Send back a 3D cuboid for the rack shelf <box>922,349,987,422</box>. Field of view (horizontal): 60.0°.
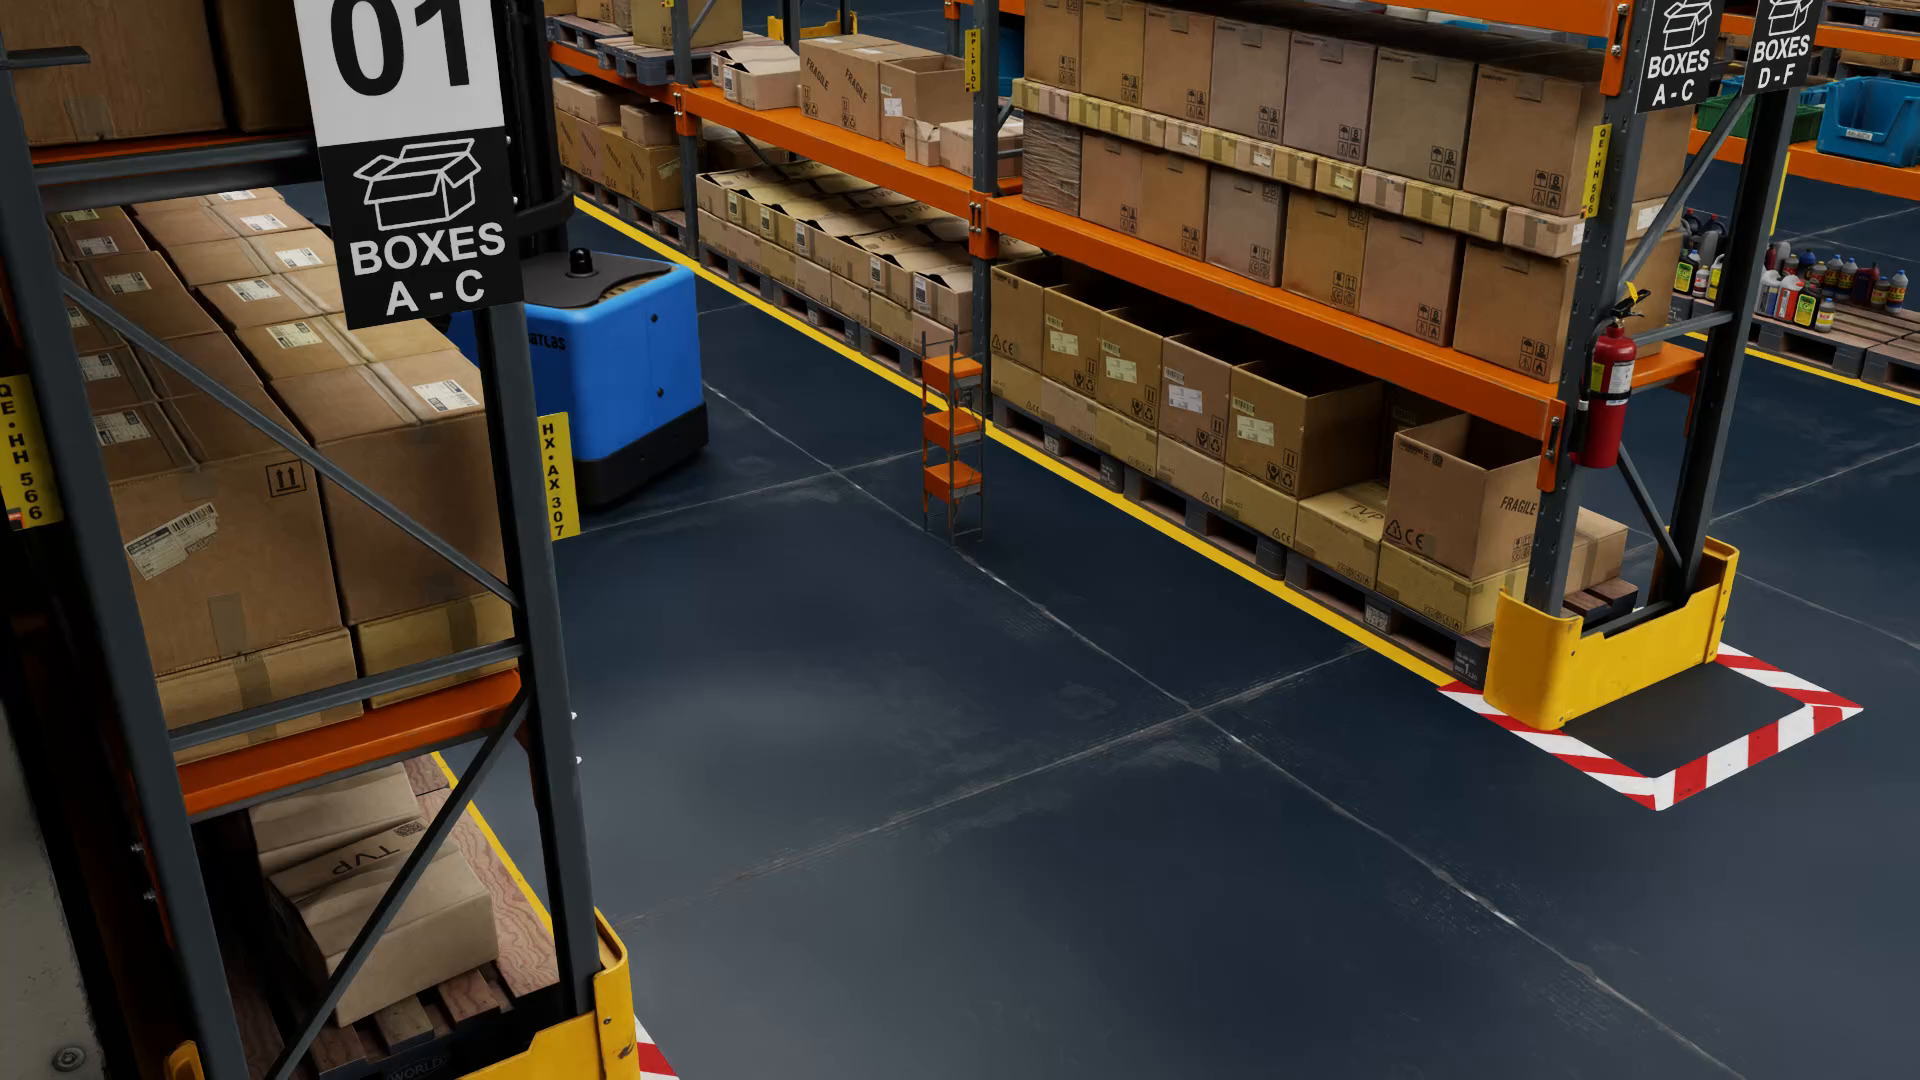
[{"bbox_3d":[-0.029,-0.741,7.960,0.215,0.259,0.240,-16,29,-30],"label":"rack shelf"}]

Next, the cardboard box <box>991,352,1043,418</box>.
[{"bbox_3d":[0.520,-0.929,9.444,0.500,0.250,0.500,-16,29,-30],"label":"cardboard box"}]

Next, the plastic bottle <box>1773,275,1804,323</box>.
[{"bbox_3d":[5.373,-1.560,10.727,0.152,0.276,0.135,-15,29,-29],"label":"plastic bottle"}]

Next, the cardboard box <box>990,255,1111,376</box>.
[{"bbox_3d":[0.512,-1.266,9.279,0.500,0.500,0.500,-16,29,-30],"label":"cardboard box"}]

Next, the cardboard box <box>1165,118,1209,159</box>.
[{"bbox_3d":[1.213,-1.957,8.015,0.380,0.149,0.250,-17,30,-31],"label":"cardboard box"}]

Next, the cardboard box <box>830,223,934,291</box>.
[{"bbox_3d":[-0.500,-1.861,10.761,0.500,0.311,0.500,-16,29,-30],"label":"cardboard box"}]

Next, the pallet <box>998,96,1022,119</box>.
[{"bbox_3d":[0.693,-4.687,17.942,1.003,0.211,1.213,-16,29,-30],"label":"pallet"}]

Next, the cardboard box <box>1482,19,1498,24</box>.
[{"bbox_3d":[6.281,-5.438,18.263,1.225,0.875,0.875,-17,30,-32],"label":"cardboard box"}]

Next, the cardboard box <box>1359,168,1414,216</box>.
[{"bbox_3d":[1.917,-1.495,7.036,0.380,0.149,0.250,-15,29,-29],"label":"cardboard box"}]

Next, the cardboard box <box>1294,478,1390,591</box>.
[{"bbox_3d":[1.882,-0.034,7.548,0.500,0.250,0.500,-16,29,-30],"label":"cardboard box"}]

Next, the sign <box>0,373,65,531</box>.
[{"bbox_3d":[-1.919,-0.177,3.396,0.100,0.325,0.005,-16,29,-30],"label":"sign"}]

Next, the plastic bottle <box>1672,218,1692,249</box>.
[{"bbox_3d":[5.146,-2.177,11.945,0.144,0.351,0.185,-16,29,-30],"label":"plastic bottle"}]

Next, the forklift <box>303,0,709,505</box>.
[{"bbox_3d":[-2.948,-1.911,8.876,3.031,2.935,1.130,12,28,24],"label":"forklift"}]

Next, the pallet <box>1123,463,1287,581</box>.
[{"bbox_3d":[1.590,-0.228,8.495,1.003,0.211,1.213,-16,29,-30],"label":"pallet"}]

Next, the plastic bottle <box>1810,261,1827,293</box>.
[{"bbox_3d":[5.833,-1.790,11.301,0.097,0.201,0.097,0,25,0],"label":"plastic bottle"}]

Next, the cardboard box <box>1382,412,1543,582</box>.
[{"bbox_3d":[2.163,-0.197,7.014,0.500,0.500,0.500,-16,29,-30],"label":"cardboard box"}]

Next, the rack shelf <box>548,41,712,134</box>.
[{"bbox_3d":[-2.754,-4.040,14.148,1.077,0.370,4.000,-16,29,-30],"label":"rack shelf"}]

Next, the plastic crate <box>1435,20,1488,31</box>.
[{"bbox_3d":[3.811,-3.687,12.576,0.392,0.384,0.575,-16,29,-30],"label":"plastic crate"}]

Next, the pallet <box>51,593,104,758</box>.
[{"bbox_3d":[-3.231,0.429,7.104,1.003,0.211,1.213,-16,29,-30],"label":"pallet"}]

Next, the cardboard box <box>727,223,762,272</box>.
[{"bbox_3d":[-1.347,-2.161,12.054,0.500,0.250,0.500,-16,30,-31],"label":"cardboard box"}]

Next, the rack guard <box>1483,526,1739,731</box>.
[{"bbox_3d":[2.718,0.350,6.933,1.175,0.500,0.348,-16,29,-30],"label":"rack guard"}]

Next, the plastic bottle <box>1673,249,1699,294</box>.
[{"bbox_3d":[4.925,-1.821,11.271,0.061,0.283,0.133,-14,29,-27],"label":"plastic bottle"}]

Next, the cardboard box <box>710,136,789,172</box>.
[{"bbox_3d":[-1.671,-2.948,13.404,0.500,0.500,0.500,-14,29,-27],"label":"cardboard box"}]

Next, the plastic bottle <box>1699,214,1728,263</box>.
[{"bbox_3d":[5.371,-2.142,11.871,0.144,0.351,0.185,-17,30,-32],"label":"plastic bottle"}]

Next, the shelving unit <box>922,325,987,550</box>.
[{"bbox_3d":[-0.029,-0.494,8.077,0.215,1.050,0.252,-16,29,-30],"label":"shelving unit"}]

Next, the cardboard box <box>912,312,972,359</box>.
[{"bbox_3d":[0.052,-1.247,10.116,0.500,0.250,0.500,-16,30,-30],"label":"cardboard box"}]

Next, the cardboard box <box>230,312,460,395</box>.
[{"bbox_3d":[-1.714,-0.333,4.726,0.500,0.500,0.500,-15,29,-29],"label":"cardboard box"}]

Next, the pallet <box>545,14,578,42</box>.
[{"bbox_3d":[-3.501,-4.683,14.891,1.003,0.211,1.213,-16,29,-30],"label":"pallet"}]

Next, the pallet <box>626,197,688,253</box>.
[{"bbox_3d":[-2.038,-2.665,13.658,1.003,0.211,1.213,-16,29,-30],"label":"pallet"}]

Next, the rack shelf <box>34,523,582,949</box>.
[{"bbox_3d":[-2.535,-0.023,5.638,1.077,0.370,4.000,-16,29,-30],"label":"rack shelf"}]

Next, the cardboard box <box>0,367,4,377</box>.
[{"bbox_3d":[-3.261,-0.608,6.188,0.500,0.250,0.500,-17,30,-31],"label":"cardboard box"}]

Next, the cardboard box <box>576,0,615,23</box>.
[{"bbox_3d":[-2.830,-4.698,14.090,0.500,0.500,0.700,21,33,37],"label":"cardboard box"}]

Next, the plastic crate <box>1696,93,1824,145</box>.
[{"bbox_3d":[5.178,-2.725,10.768,0.450,0.188,0.662,-16,29,-30],"label":"plastic crate"}]

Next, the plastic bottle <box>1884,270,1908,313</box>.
[{"bbox_3d":[6.129,-1.628,10.876,0.097,0.271,0.097,0,25,0],"label":"plastic bottle"}]

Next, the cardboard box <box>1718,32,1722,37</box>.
[{"bbox_3d":[9.690,-6.683,21.340,0.500,0.500,0.500,-17,30,-32],"label":"cardboard box"}]

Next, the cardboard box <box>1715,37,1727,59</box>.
[{"bbox_3d":[7.329,-4.945,16.756,0.500,0.250,0.500,-12,28,-24],"label":"cardboard box"}]

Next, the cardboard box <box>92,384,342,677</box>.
[{"bbox_3d":[-1.879,-0.032,4.089,0.500,0.500,0.500,-16,30,-30],"label":"cardboard box"}]

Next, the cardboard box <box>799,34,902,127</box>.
[{"bbox_3d":[-0.733,-3.099,11.194,0.500,0.500,0.500,-17,30,-32],"label":"cardboard box"}]

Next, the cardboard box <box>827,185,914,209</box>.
[{"bbox_3d":[-0.608,-2.355,11.807,0.500,0.311,0.500,-16,30,-30],"label":"cardboard box"}]

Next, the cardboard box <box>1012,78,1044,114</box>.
[{"bbox_3d":[0.506,-2.417,8.989,0.380,0.149,0.250,-16,29,-30],"label":"cardboard box"}]

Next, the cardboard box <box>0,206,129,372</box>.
[{"bbox_3d":[-3.266,-0.941,6.014,0.500,0.500,0.500,-16,29,-30],"label":"cardboard box"}]

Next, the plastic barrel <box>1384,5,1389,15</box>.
[{"bbox_3d":[3.460,-4.385,13.904,0.421,0.512,0.421,0,25,0],"label":"plastic barrel"}]

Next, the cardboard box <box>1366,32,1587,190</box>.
[{"bbox_3d":[2.140,-1.796,6.915,0.700,0.500,0.500,-16,30,-31],"label":"cardboard box"}]

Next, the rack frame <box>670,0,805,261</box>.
[{"bbox_3d":[-1.662,-3.650,12.479,1.000,3.000,0.127,-16,29,-30],"label":"rack frame"}]

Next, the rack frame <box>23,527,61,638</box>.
[{"bbox_3d":[-3.627,-1.064,7.000,1.000,3.000,0.127,-16,29,-30],"label":"rack frame"}]

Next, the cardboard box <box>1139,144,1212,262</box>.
[{"bbox_3d":[1.333,-1.740,8.315,0.700,0.500,0.500,-15,29,-29],"label":"cardboard box"}]

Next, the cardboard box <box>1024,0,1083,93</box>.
[{"bbox_3d":[0.769,-2.694,8.817,0.700,0.500,0.500,-15,29,-29],"label":"cardboard box"}]

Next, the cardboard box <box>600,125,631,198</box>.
[{"bbox_3d":[-2.652,-3.184,13.903,0.500,0.500,0.500,-17,30,-31],"label":"cardboard box"}]

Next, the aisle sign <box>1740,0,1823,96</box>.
[{"bbox_3d":[2.997,-2.012,5.964,0.394,0.787,0.004,-16,29,-30],"label":"aisle sign"}]
